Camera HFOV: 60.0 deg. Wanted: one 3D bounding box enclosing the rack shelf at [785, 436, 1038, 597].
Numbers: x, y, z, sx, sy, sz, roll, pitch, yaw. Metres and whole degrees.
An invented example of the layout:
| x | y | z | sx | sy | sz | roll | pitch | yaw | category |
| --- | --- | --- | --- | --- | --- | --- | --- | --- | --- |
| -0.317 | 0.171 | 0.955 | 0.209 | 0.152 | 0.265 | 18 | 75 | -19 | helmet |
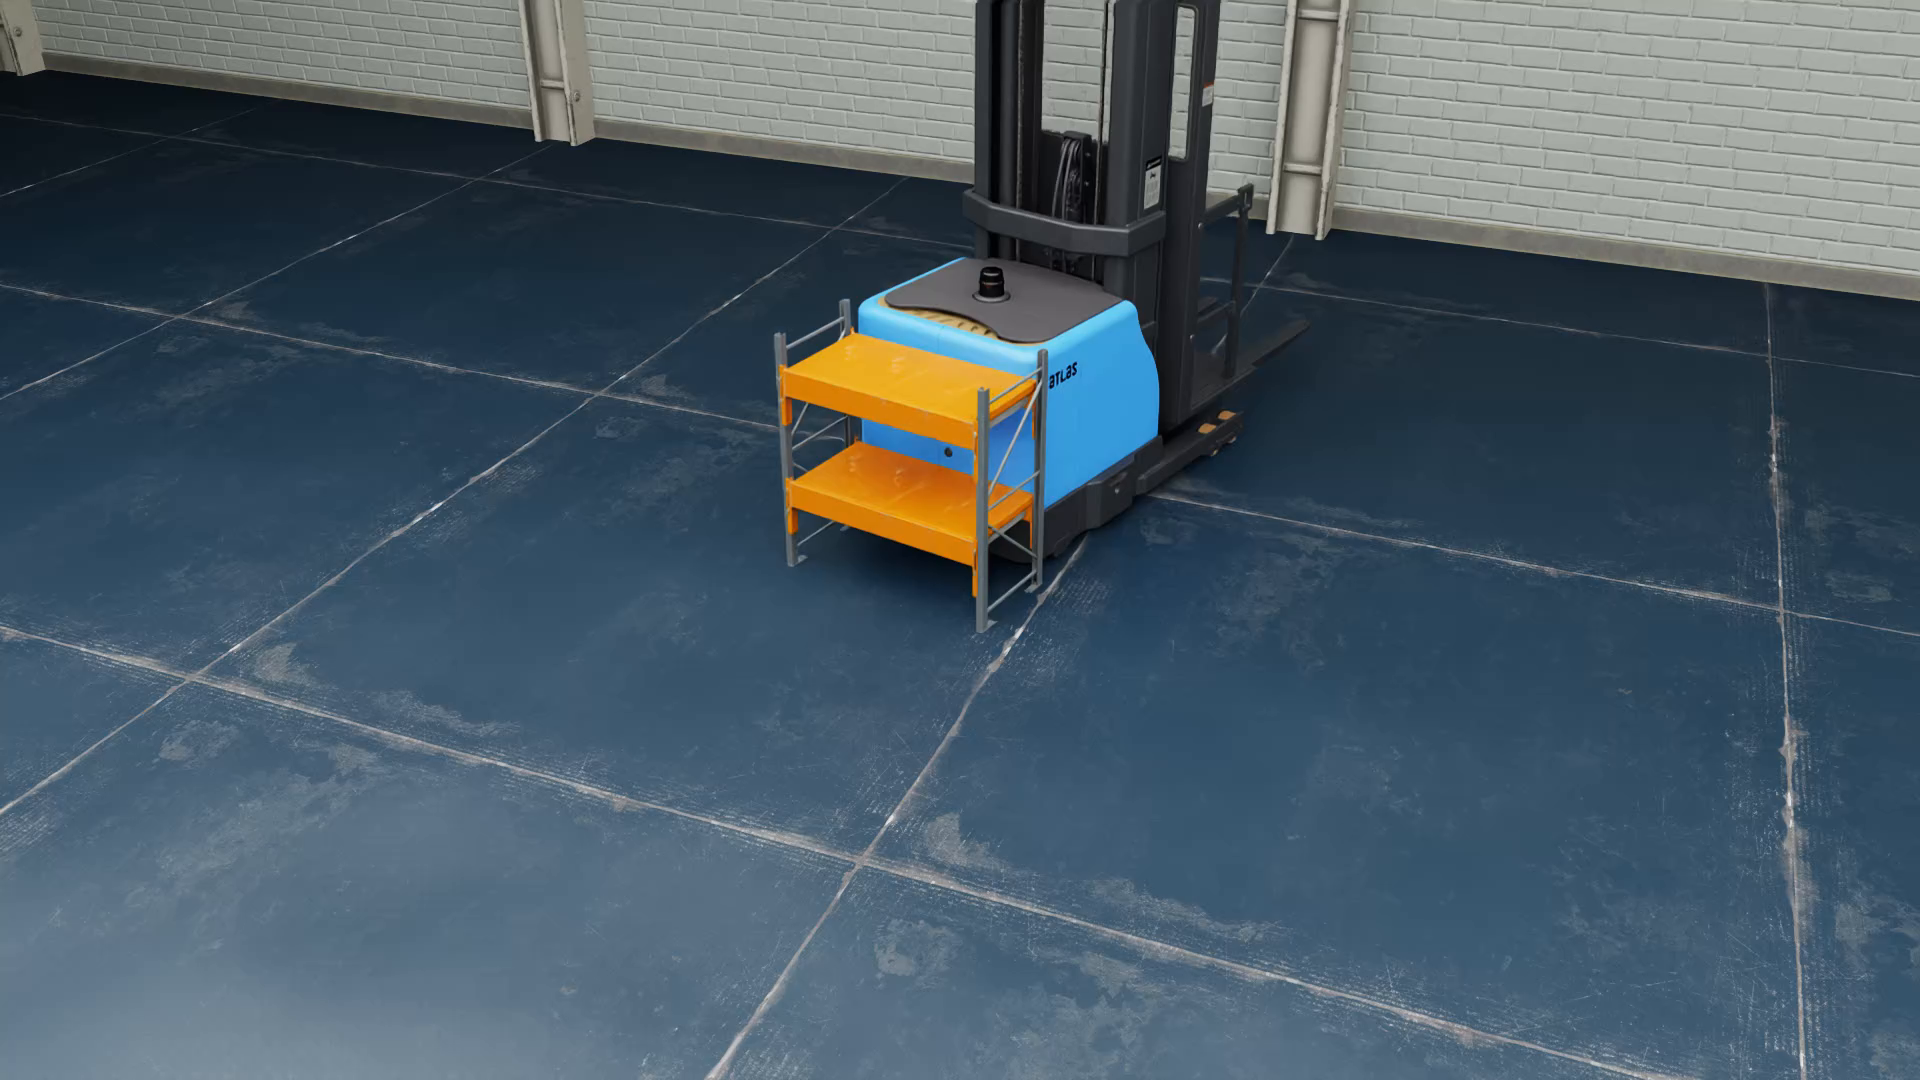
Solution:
| x | y | z | sx | sy | sz | roll | pitch | yaw | category |
| --- | --- | --- | --- | --- | --- | --- | --- | --- | --- |
| -0.209 | -0.121 | 7.318 | 1.000 | 0.278 | 0.538 | 18 | 34 | 29 | rack shelf |

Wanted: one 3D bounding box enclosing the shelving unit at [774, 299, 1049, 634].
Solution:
| x | y | z | sx | sy | sz | roll | pitch | yaw | category |
| --- | --- | --- | --- | --- | --- | --- | --- | --- | --- |
| -0.209 | -0.334 | 7.198 | 1.048 | 1.125 | 0.538 | 18 | 34 | 29 | shelving unit |

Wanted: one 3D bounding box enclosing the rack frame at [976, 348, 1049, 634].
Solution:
| x | y | z | sx | sy | sz | roll | pitch | yaw | category |
| --- | --- | --- | --- | --- | --- | --- | --- | --- | --- |
| 0.216 | -0.197 | 6.955 | 0.032 | 1.125 | 0.500 | 18 | 34 | 29 | rack frame |

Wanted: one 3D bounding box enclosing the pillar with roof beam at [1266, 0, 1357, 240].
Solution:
| x | y | z | sx | sy | sz | roll | pitch | yaw | category |
| --- | --- | --- | --- | --- | --- | --- | --- | --- | --- |
| 0.737 | -4.111 | 5.878 | 0.400 | 9.000 | 9.100 | 11 | 31 | 19 | pillar with roof beam |

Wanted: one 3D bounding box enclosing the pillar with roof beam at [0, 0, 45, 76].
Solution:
| x | y | z | sx | sy | sz | roll | pitch | yaw | category |
| --- | --- | --- | --- | --- | --- | --- | --- | --- | --- |
| -10.382 | -6.331 | 9.806 | 0.400 | 9.000 | 9.100 | 11 | 31 | 19 | pillar with roof beam |

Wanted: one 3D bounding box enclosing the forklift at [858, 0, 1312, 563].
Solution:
| x | y | z | sx | sy | sz | roll | pitch | yaw | category |
| --- | --- | --- | --- | --- | --- | --- | --- | --- | --- |
| 0.822 | -1.837 | 8.022 | 1.130 | 2.935 | 3.031 | 21 | 36 | 32 | forklift |

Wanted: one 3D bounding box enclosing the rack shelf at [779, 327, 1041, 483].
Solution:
| x | y | z | sx | sy | sz | roll | pitch | yaw | category |
| --- | --- | --- | --- | --- | --- | --- | --- | --- | --- |
| -0.209 | -0.589 | 7.054 | 1.000 | 0.278 | 0.538 | 18 | 34 | 29 | rack shelf |

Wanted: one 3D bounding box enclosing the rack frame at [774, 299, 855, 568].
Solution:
| x | y | z | sx | sy | sz | roll | pitch | yaw | category |
| --- | --- | --- | --- | --- | --- | --- | --- | --- | --- |
| -0.634 | -0.471 | 7.440 | 0.032 | 1.125 | 0.500 | 18 | 34 | 29 | rack frame |

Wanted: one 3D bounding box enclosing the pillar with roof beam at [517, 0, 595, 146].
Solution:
| x | y | z | sx | sy | sz | roll | pitch | yaw | category |
| --- | --- | --- | --- | --- | --- | --- | --- | --- | --- |
| -4.822 | -5.221 | 7.842 | 0.400 | 9.000 | 9.100 | 11 | 31 | 19 | pillar with roof beam |
